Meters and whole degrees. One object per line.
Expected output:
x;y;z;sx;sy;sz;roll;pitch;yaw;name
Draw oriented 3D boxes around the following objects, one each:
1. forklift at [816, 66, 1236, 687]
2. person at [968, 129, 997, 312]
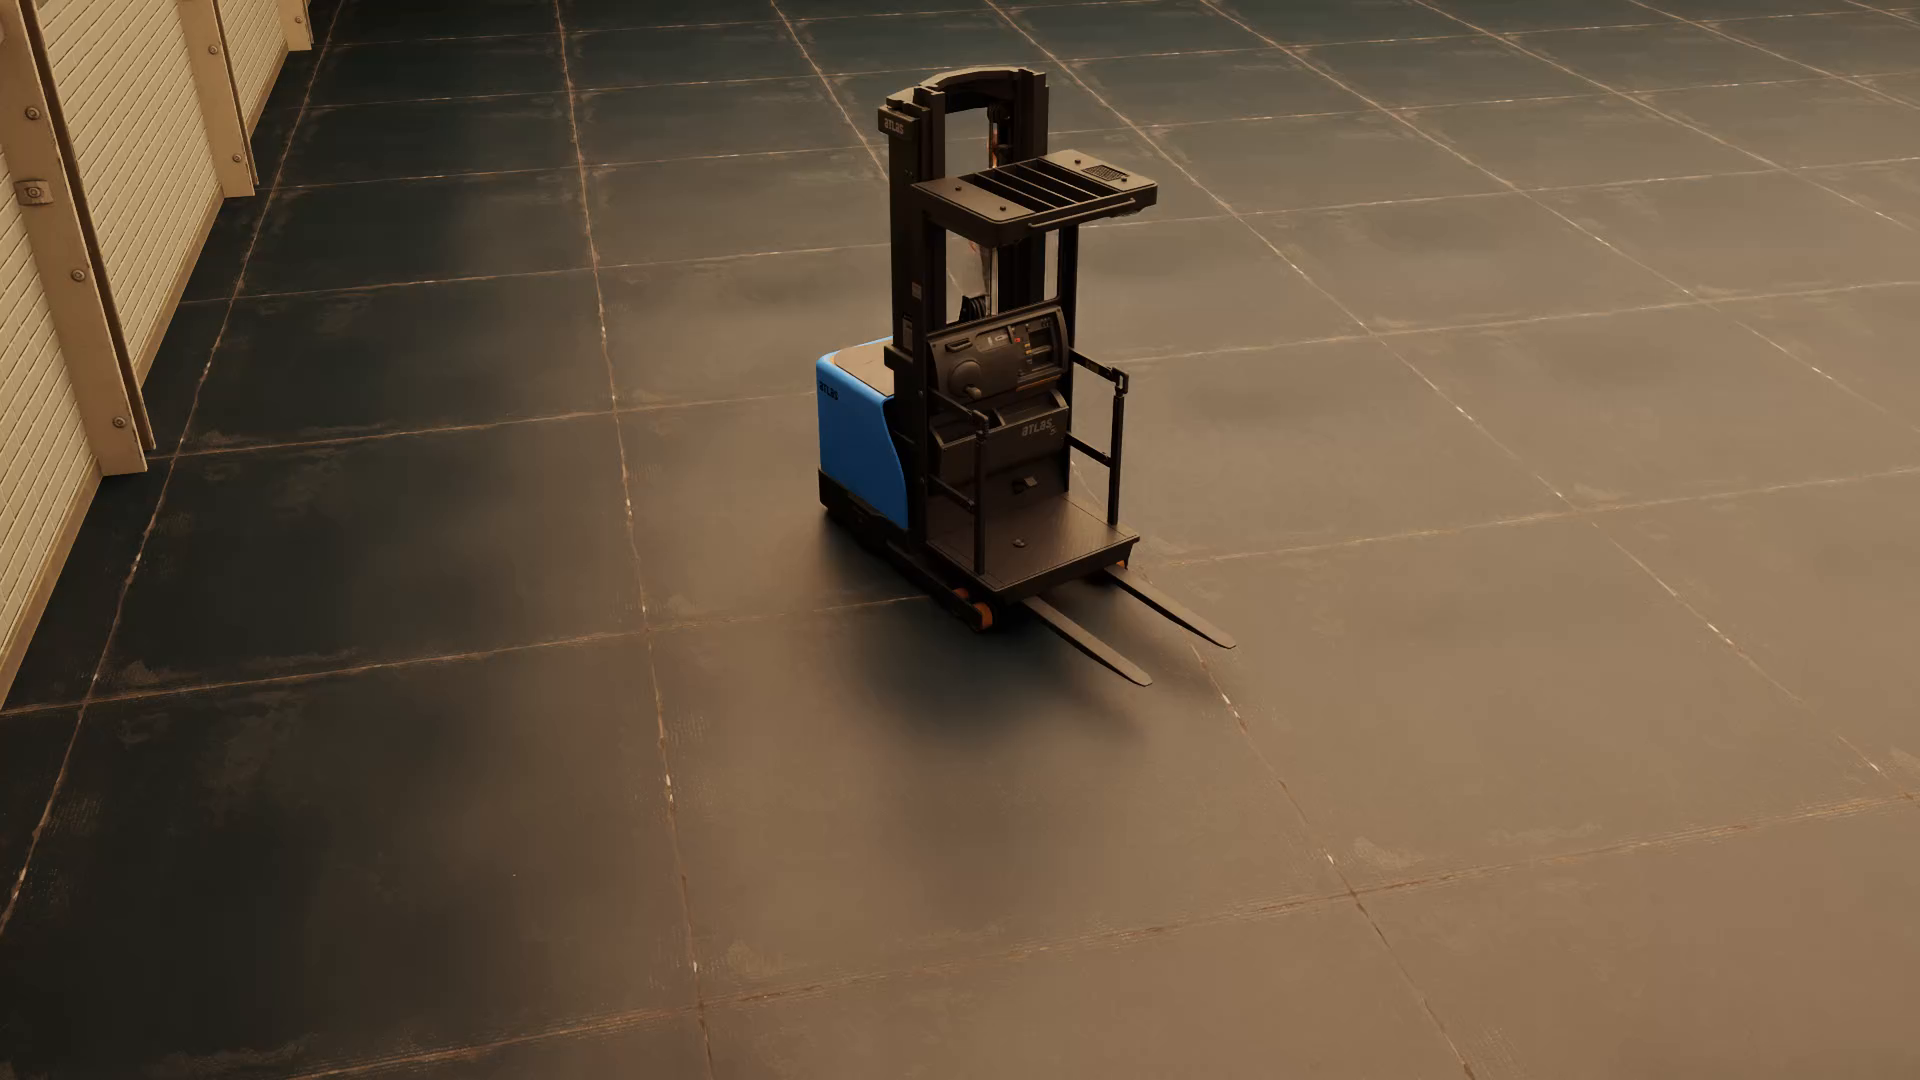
0.355;-1.021;9.338;1.130;2.935;3.031;-20;35;-30;forklift
0.299;-2.417;12.988;0.550;1.673;0.548;-10;32;-17;person
